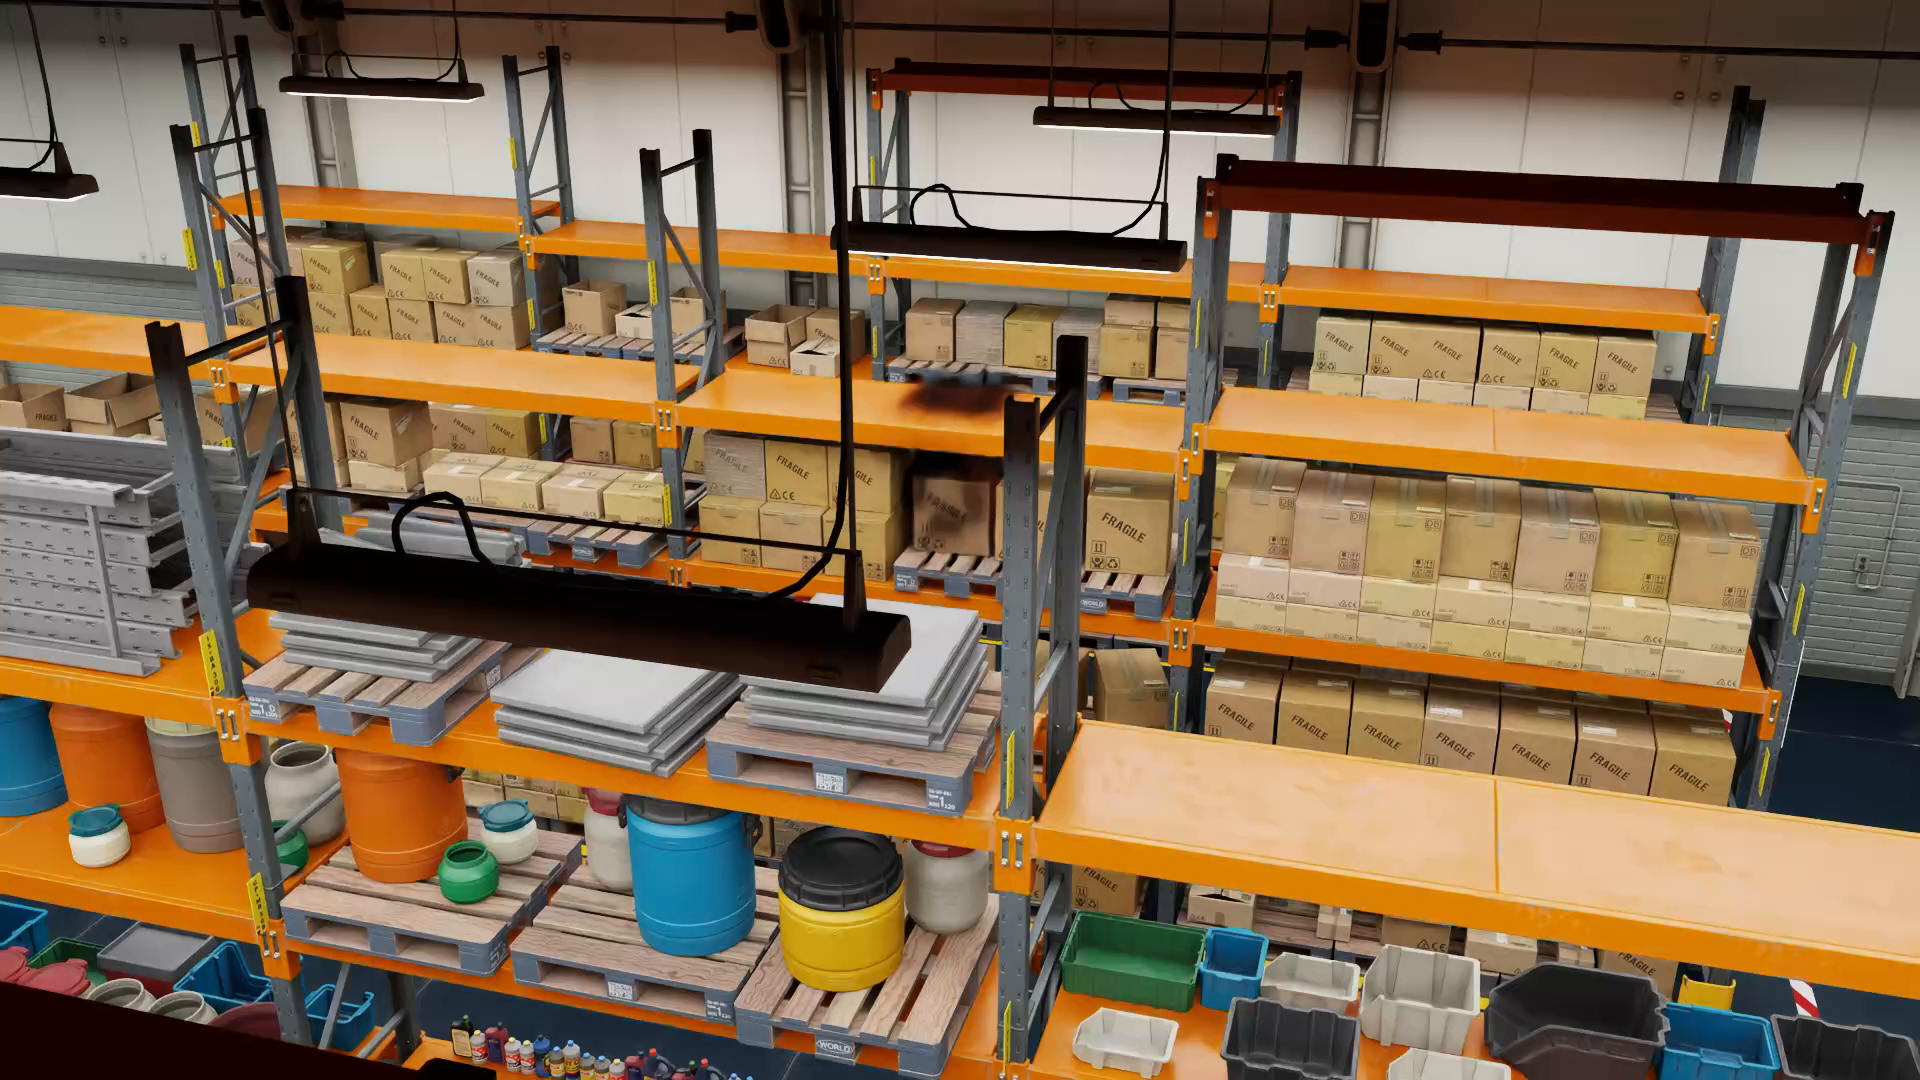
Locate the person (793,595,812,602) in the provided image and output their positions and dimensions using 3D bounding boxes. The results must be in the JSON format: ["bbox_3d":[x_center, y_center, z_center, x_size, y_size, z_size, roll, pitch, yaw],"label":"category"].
[{"bbox_3d":[-1.419,0.905,16.362,0.579,1.799,0.415,13,26,28],"label":"person"}]
